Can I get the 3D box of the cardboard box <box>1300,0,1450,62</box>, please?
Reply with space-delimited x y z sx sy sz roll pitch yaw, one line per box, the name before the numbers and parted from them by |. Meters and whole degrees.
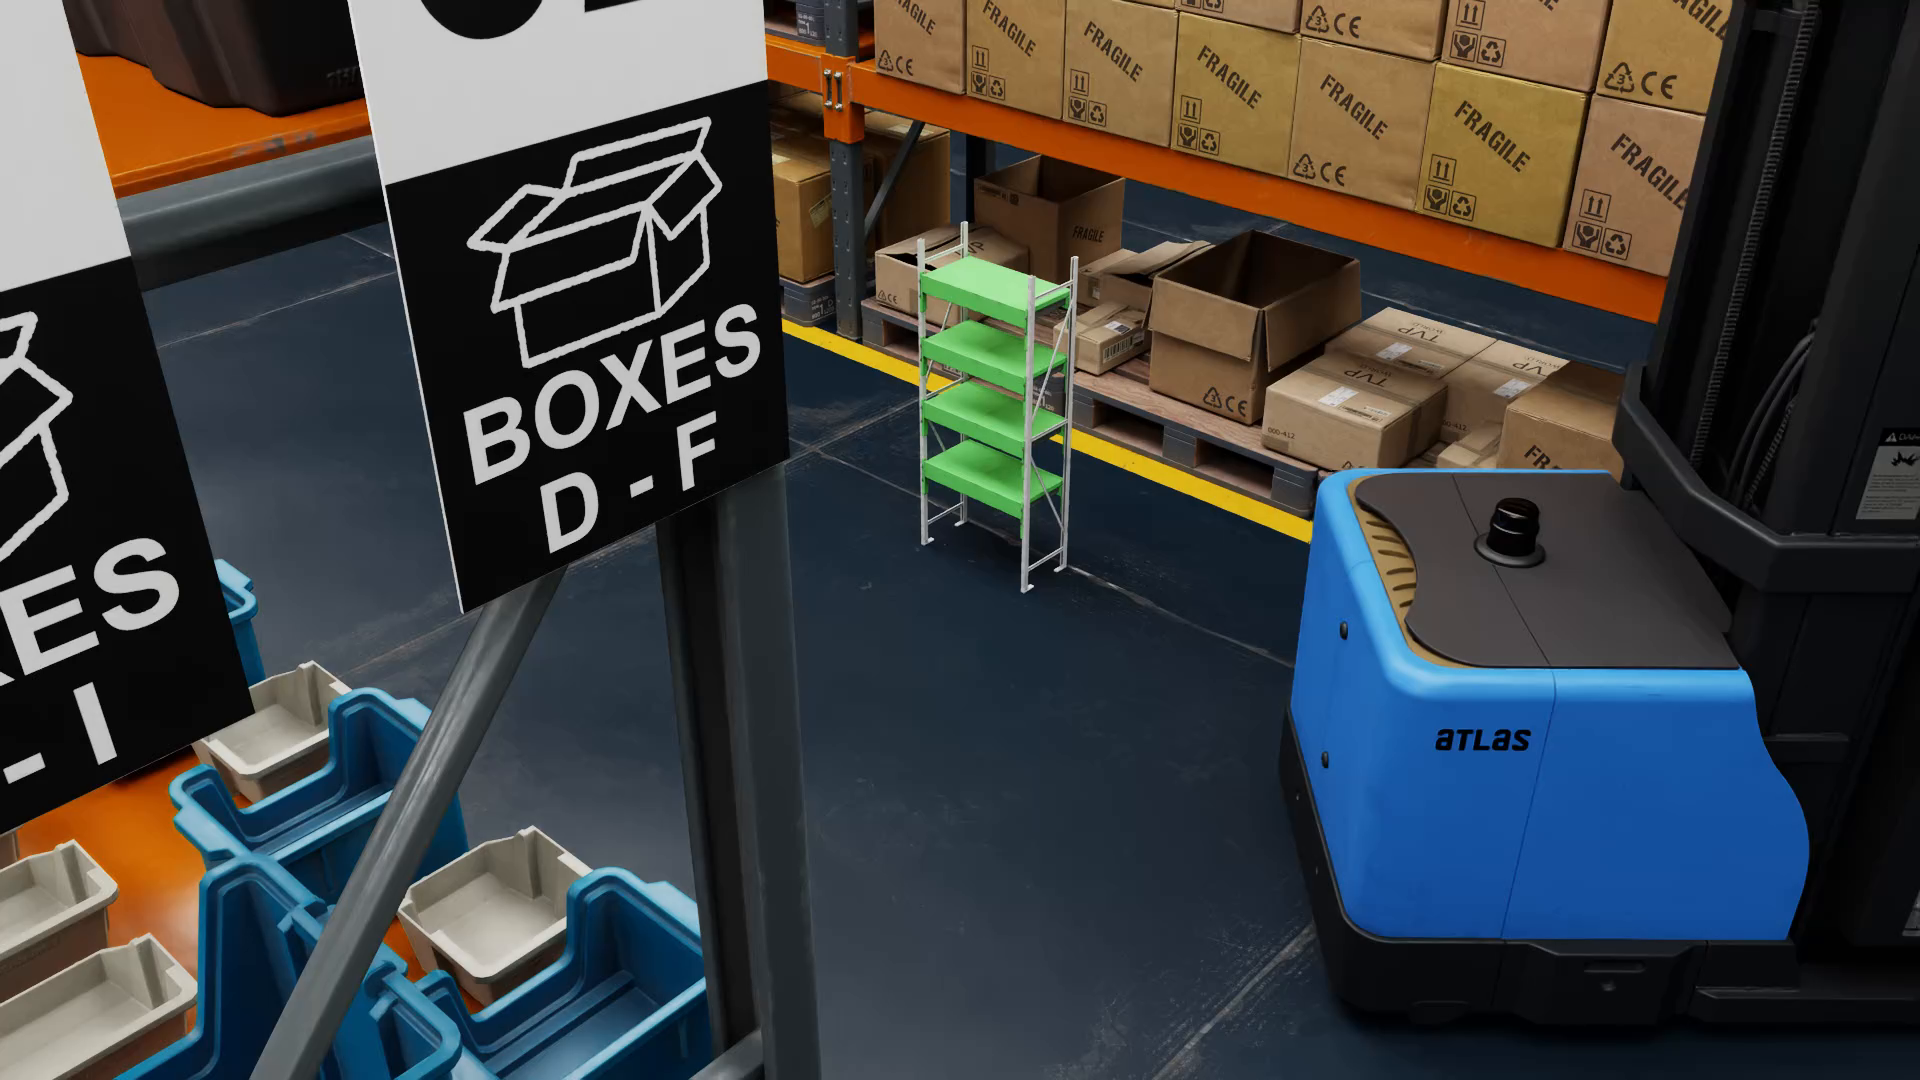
cardboard box | 1.487 -1.910 5.448 0.500 0.500 0.500 26 40 36

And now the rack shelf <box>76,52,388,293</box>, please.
rack shelf | -2.045 -0.814 2.483 4.000 0.370 1.077 25 39 35

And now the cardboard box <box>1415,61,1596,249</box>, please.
cardboard box | 1.863 -1.310 5.421 0.500 0.500 0.500 25 39 35

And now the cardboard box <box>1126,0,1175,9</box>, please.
cardboard box | 0.723 -2.266 6.040 0.500 0.500 0.500 24 38 34

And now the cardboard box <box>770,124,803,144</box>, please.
cardboard box | -1.121 -1.775 8.288 0.500 0.500 0.500 25 39 35

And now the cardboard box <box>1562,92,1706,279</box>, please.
cardboard box | 2.249 -1.132 5.125 0.500 0.500 0.500 26 40 36

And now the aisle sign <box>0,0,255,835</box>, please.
aisle sign | -0.706 -0.122 1.024 0.004 0.787 0.394 25 39 35

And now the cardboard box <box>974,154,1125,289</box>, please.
cardboard box | 0.411 -1.451 7.749 0.500 0.500 0.500 25 39 35

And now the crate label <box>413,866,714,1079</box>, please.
crate label | -0.525 0.690 2.300 0.303 0.233 0.416 25 39 35

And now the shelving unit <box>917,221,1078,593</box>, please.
shelving unit | 0.123 -0.457 5.845 0.503 1.200 0.258 25 39 35

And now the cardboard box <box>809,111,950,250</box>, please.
cardboard box | -0.397 -1.800 8.329 0.500 0.500 0.500 23 38 33

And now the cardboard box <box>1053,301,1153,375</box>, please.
cardboard box | 0.613 -0.873 7.113 0.250 0.166 0.380 25 39 35

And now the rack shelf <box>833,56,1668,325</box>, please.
rack shelf | 1.281 -1.422 6.401 4.000 0.370 1.077 25 39 35

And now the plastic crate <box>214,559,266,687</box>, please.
plastic crate | -1.501 0.234 3.057 0.300 0.233 0.416 25 39 35

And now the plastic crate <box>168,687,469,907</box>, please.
plastic crate | -1.013 0.462 2.679 0.300 0.233 0.416 25 39 35

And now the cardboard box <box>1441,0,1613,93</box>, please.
cardboard box | 1.875 -1.733 5.153 0.500 0.500 0.500 26 40 36

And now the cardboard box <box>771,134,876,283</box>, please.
cardboard box | -0.760 -1.601 7.998 0.500 0.500 0.500 25 39 35

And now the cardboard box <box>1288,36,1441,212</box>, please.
cardboard box | 1.496 -1.485 5.711 0.500 0.500 0.500 25 39 35

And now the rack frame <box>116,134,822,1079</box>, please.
rack frame | -0.565 0.856 1.919 0.053 2.616 0.949 25 39 35

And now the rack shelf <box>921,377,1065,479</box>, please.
rack shelf | 0.123 -0.402 5.878 0.480 0.148 0.258 25 39 35

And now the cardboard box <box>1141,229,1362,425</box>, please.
cardboard box | 1.195 -0.893 6.819 0.637 0.503 0.797 25 39 35

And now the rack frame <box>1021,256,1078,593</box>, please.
rack frame | 0.304 -0.372 5.705 0.015 1.200 0.240 25 39 35

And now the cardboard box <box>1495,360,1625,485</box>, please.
cardboard box | 2.196 -0.249 5.753 0.500 0.500 0.500 25 39 35

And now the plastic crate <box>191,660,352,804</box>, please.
plastic crate | -1.210 0.353 2.952 0.298 0.136 0.250 25 39 35

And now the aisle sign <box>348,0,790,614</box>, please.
aisle sign | -0.310 -0.347 1.398 0.004 0.787 0.394 25 39 35

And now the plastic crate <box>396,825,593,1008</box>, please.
plastic crate | -0.707 0.588 2.562 0.298 0.136 0.250 25 39 35

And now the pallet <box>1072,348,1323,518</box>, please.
pallet | 1.216 -0.567 6.988 1.213 0.211 1.003 25 39 35

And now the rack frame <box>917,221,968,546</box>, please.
rack frame | -0.058 -0.541 5.986 0.015 1.200 0.240 25 39 35

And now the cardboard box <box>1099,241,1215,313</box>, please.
cardboard box | 0.967 -1.111 7.367 0.500 0.311 0.500 25 39 35

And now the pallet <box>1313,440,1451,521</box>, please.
pallet | 2.116 -0.145 6.286 1.213 0.211 1.003 25 39 35

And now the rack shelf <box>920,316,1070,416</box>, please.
rack shelf | 0.123 -0.608 5.755 0.480 0.148 0.258 25 39 35

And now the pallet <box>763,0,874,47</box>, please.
pallet | -0.721 -2.658 7.944 1.213 0.211 1.003 25 39 35

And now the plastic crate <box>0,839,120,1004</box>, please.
plastic crate | -1.494 0.623 2.504 0.243 0.136 0.396 25 39 35

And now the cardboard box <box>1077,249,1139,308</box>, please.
cardboard box | 0.730 -1.194 7.662 0.250 0.149 0.380 25 39 35

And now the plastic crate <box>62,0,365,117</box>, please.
plastic crate | -0.661 -0.614 1.580 0.590 0.269 0.497 25 39 35

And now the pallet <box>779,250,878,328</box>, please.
pallet | -0.830 -1.495 8.528 1.213 0.211 1.003 25 39 35

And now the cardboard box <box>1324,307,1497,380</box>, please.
cardboard box | 1.810 -0.691 6.729 0.500 0.250 0.500 25 39 35

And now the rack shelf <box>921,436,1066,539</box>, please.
rack shelf | 0.123 -0.196 6.002 0.480 0.148 0.258 25 39 35

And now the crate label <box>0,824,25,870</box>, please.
crate label | -1.717 0.536 2.648 0.243 0.136 0.396 25 39 35

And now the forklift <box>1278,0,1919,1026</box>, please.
forklift | 2.460 -0.279 3.872 3.031 2.935 1.130 0 31 0

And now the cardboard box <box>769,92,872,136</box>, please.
cardboard box | -0.800 -1.981 8.629 0.500 0.500 0.500 26 39 36

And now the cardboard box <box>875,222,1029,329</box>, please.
cardboard box | -0.035 -1.231 7.567 0.500 0.311 0.500 25 39 35

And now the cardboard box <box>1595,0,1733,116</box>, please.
cardboard box | 2.250 -1.558 4.863 0.500 0.500 0.500 25 39 35

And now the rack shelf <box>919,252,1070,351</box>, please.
rack shelf | 0.123 -0.813 5.631 0.480 0.148 0.258 25 39 35

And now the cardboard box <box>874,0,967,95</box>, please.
cardboard box | -0.006 -2.185 6.873 0.500 0.500 0.500 26 40 36

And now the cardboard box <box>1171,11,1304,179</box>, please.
cardboard box | 1.123 -1.659 6.001 0.500 0.500 0.500 24 39 34

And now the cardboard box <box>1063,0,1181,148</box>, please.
cardboard box | 0.745 -1.835 6.292 0.500 0.500 0.500 25 39 35

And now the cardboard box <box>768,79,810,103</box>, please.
cardboard box | -1.138 -2.468 8.711 0.500 0.250 0.500 25 39 35

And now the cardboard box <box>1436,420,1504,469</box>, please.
cardboard box | 1.956 -0.281 6.129 0.250 0.166 0.380 25 39 35

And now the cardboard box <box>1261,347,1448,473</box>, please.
cardboard box | 1.512 -0.483 6.383 0.500 0.250 0.500 25 39 35

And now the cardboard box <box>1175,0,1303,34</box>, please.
cardboard box | 1.106 -2.088 5.744 0.500 0.500 0.500 26 40 36

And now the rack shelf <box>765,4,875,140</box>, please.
rack shelf | -1.684 -2.806 8.701 4.000 0.370 1.077 25 39 35

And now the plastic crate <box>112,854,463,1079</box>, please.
plastic crate | -0.936 0.770 1.971 0.499 0.435 0.616 25 39 35

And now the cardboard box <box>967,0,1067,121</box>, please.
cardboard box | 0.375 -2.009 6.581 0.500 0.500 0.500 26 40 36

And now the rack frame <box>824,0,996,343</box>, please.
rack frame | -0.202 -2.422 7.365 0.127 3.000 1.000 25 39 35

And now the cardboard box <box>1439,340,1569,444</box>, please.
cardboard box | 2.181 -0.518 6.442 0.500 0.250 0.500 25 39 35

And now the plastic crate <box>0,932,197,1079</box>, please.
plastic crate | -1.289 0.729 2.328 0.243 0.136 0.396 25 39 35

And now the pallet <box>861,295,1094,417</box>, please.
pallet | 0.307 -0.989 7.689 1.213 0.211 1.003 25 39 35
